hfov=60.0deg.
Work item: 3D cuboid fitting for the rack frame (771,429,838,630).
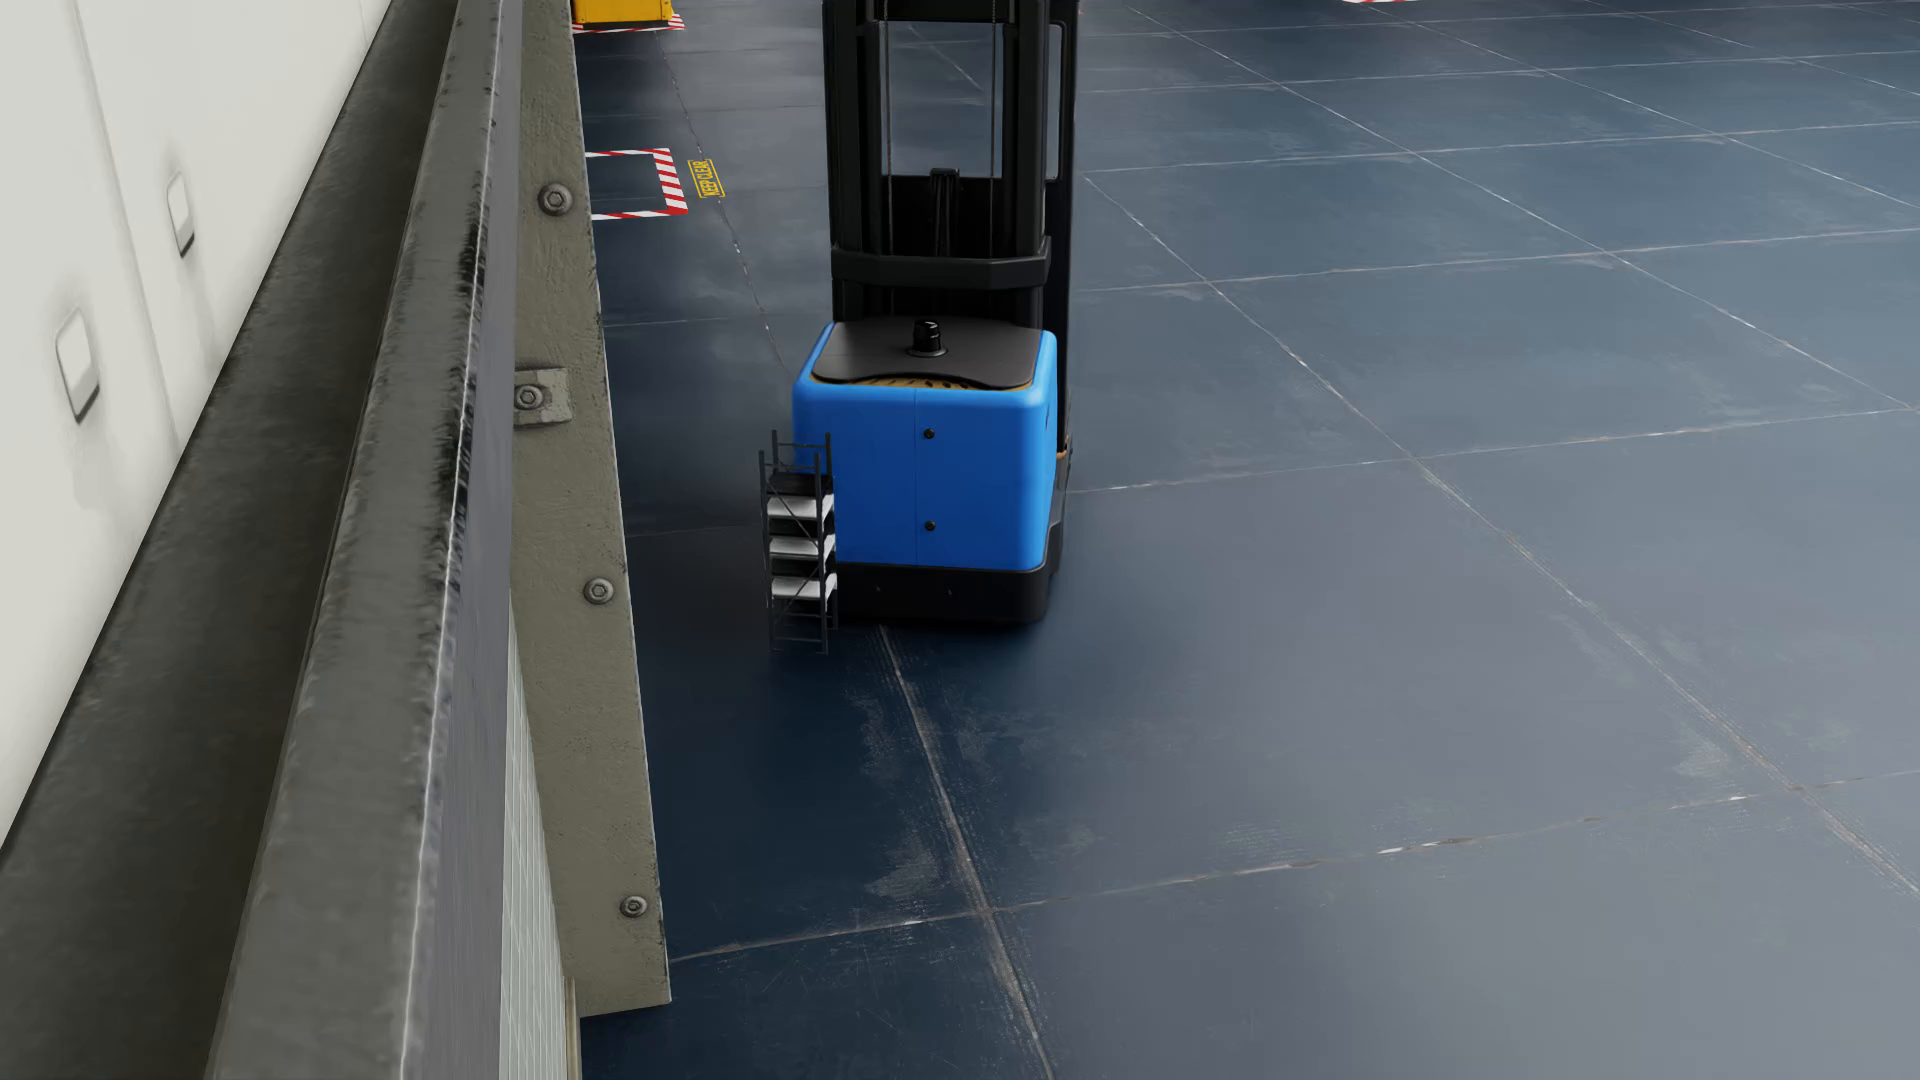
[{"bbox_3d":[-0.632,-0.030,6.811,0.240,0.900,0.006,4,27,7],"label":"rack frame"}]

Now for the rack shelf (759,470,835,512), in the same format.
[{"bbox_3d":[-0.647,-0.196,6.614,0.258,0.077,0.200,4,27,7],"label":"rack shelf"}]

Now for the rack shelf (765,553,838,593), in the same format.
[{"bbox_3d":[-0.647,0.125,6.777,0.258,0.077,0.200,4,27,7],"label":"rack shelf"}]

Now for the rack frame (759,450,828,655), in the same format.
[{"bbox_3d":[-0.661,0.061,6.631,0.240,0.900,0.006,4,27,7],"label":"rack frame"}]

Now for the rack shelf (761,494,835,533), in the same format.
[{"bbox_3d":[-0.647,-0.116,6.655,0.258,0.077,0.200,4,27,7],"label":"rack shelf"}]

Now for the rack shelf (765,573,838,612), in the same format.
[{"bbox_3d":[-0.647,0.206,6.817,0.258,0.077,0.200,4,27,7],"label":"rack shelf"}]

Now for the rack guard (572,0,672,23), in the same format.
[{"bbox_3d":[-4.135,-6.620,20.311,1.175,0.500,0.348,-6,27,-12],"label":"rack guard"}]

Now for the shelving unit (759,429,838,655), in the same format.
[{"bbox_3d":[-0.647,0.015,6.721,0.258,0.900,0.210,4,27,7],"label":"shelving unit"}]

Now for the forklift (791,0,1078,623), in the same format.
[{"bbox_3d":[-0.015,-1.597,7.661,1.130,2.935,3.031,3,27,6],"label":"forklift"}]

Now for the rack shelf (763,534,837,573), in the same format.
[{"bbox_3d":[-0.647,0.045,6.736,0.258,0.077,0.200,4,27,7],"label":"rack shelf"}]

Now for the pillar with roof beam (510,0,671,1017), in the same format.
[{"bbox_3d":[3.132,-3.135,3.975,9.100,9.000,0.400,-6,27,-12],"label":"pillar with roof beam"}]

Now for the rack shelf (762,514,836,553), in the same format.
[{"bbox_3d":[-0.647,-0.035,6.696,0.258,0.077,0.200,4,27,7],"label":"rack shelf"}]
